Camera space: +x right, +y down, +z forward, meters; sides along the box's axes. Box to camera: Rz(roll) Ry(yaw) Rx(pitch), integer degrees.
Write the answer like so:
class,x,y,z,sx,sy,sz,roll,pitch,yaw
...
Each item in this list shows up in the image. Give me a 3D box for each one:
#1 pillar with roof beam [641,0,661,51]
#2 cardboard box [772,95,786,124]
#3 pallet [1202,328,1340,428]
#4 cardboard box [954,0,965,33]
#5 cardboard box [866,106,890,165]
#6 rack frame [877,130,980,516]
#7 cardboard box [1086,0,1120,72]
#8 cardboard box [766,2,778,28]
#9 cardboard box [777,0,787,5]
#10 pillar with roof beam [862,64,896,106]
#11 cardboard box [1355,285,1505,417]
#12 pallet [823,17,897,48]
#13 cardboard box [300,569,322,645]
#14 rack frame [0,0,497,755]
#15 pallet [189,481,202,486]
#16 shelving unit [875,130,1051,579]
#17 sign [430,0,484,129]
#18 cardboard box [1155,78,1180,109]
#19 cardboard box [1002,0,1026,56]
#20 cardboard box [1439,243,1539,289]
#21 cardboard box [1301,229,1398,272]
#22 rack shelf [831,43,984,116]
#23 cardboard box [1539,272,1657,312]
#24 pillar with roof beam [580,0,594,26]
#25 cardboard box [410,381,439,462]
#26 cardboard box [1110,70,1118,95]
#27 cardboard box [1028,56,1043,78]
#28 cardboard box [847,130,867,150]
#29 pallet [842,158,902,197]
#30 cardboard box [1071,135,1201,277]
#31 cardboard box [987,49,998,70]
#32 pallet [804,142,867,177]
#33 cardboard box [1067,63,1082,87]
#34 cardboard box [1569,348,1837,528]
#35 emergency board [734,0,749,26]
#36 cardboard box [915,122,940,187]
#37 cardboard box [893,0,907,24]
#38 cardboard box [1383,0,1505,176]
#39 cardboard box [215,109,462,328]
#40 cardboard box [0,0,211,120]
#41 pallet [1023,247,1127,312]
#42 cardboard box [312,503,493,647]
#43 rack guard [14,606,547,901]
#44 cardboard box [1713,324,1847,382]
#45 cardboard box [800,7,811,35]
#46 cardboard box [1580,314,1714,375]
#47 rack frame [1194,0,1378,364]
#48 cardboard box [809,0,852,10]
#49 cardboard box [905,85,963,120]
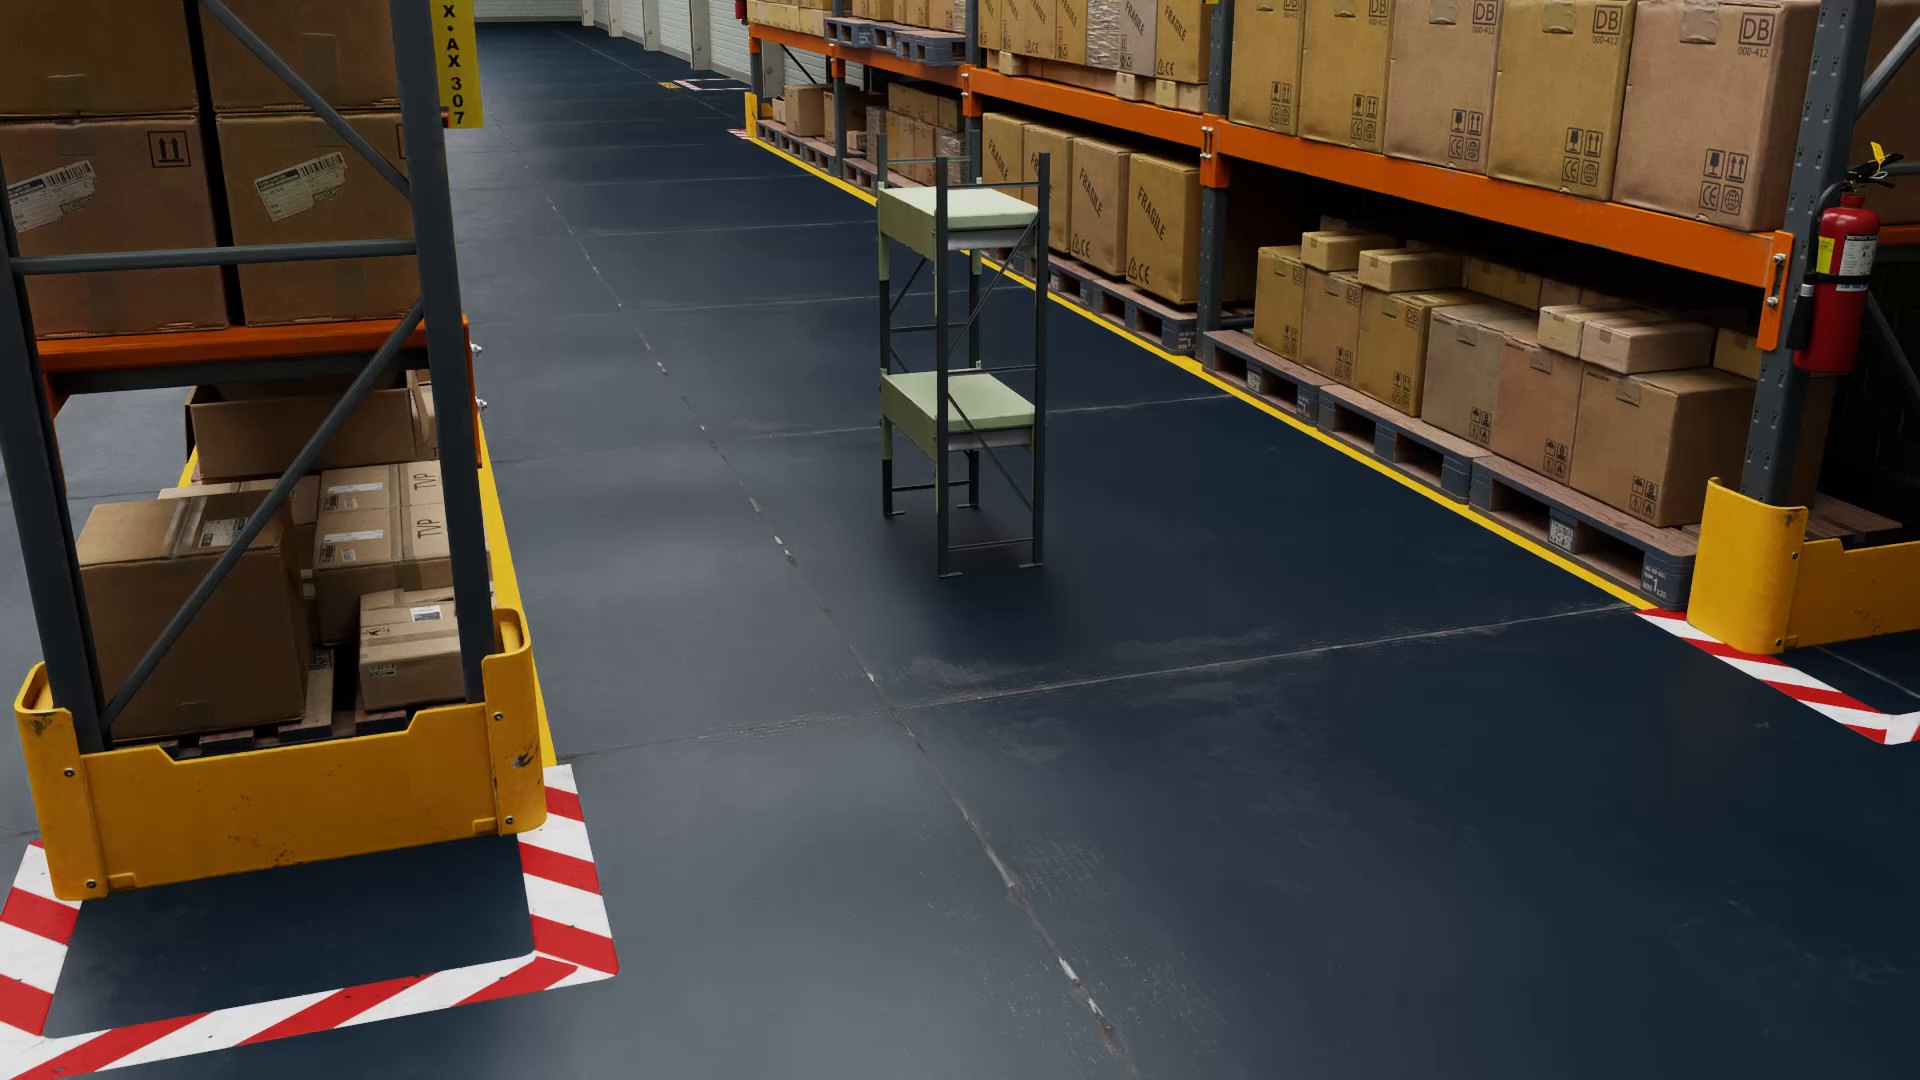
class,x,y,z,sx,sy,sz,roll,pitch,yaw
pillar with roof beam,-10.685,-14.301,32.921,9.100,9.000,0.400,-6,21,-17
cardboard box,-1.850,-5.002,19.232,0.500,0.311,0.500,-9,22,-23
pallet,1.954,-0.876,8.544,1.003,0.211,1.213,-6,21,-17
cardboard box,0.375,-4.128,12.675,0.700,0.500,0.500,-9,22,-24
cardboard box,-0.478,-3.804,15.618,0.700,0.500,0.500,-6,21,-15
rack frame,-0.117,-0.825,6.496,0.400,1.500,0.023,-6,21,-17
cardboard box,1.085,-3.084,9.947,0.500,0.500,0.500,-6,21,-17
cardboard box,-1.799,-5.711,18.072,0.500,0.250,0.500,-7,21,-18
cardboard box,-1.642,-5.908,17.510,0.500,0.500,0.500,-6,21,-16
pillar with roof beam,-5.028,-8.525,16.839,9.100,9.000,0.400,-6,21,-17
cardboard box,2.241,-0.885,7.519,0.700,0.500,0.500,-6,21,-16
pallet,-0.623,-4.657,15.229,1.003,0.211,1.213,-6,21,-17
cardboard box,-2.101,0.209,4.939,0.380,0.166,0.250,-6,21,-17
rack frame,-1.655,-0.630,3.733,1.000,3.000,0.127,-6,21,-17
pallet,-2.310,0.012,6.072,1.003,0.211,1.213,-6,21,-17
shelving unit,-0.002,-0.708,6.169,0.431,1.500,0.755,-6,21,-17
sign,-1.140,-1.095,3.747,0.100,0.325,0.005,-6,21,-17
cardboard box,1.313,-2.489,9.251,0.380,0.149,0.250,-6,21,-16
cardboard box,0.598,-3.569,11.298,0.500,0.500,0.500,-6,21,-15
cardboard box,2.400,-1.250,7.575,0.380,0.149,0.250,-6,21,-17
cardboard box,1.862,-1.387,7.959,0.380,0.149,0.250,-6,21,-15
rack shelf,-0.096,-4.028,14.257,1.077,0.370,4.000,-6,21,-17
cardboard box,2.642,-1.003,6.890,0.380,0.149,0.250,-6,21,-16
pillar with roof beam,-14.457,-18.152,43.642,9.100,9.000,0.400,-6,21,-17
cardboard box,-2.228,-0.462,6.591,0.500,0.311,0.500,-6,21,-17
cardboard box,1.121,-2.741,9.952,0.380,0.149,0.250,-6,21,-17
cardboard box,0.686,-3.242,11.347,0.380,0.149,0.250,-7,21,-18
cardboard box,-0.922,-4.050,16.796,0.380,0.166,0.250,-9,22,-24
pallet,-0.479,-3.446,15.699,1.003,0.211,1.213,-6,21,-17
cardboard box,1.180,-2.107,10.403,0.750,0.750,0.750,-6,21,-16
cardboard box,0.416,-3.486,12.025,0.380,0.149,0.250,-7,21,-18
pallet,-0.970,-3.908,16.984,1.003,0.211,1.213,-6,21,-17
cardboard box,0.908,-2.994,10.658,0.380,0.149,0.250,-6,21,-17
cardboard box,2.732,-0.393,6.149,0.700,0.500,0.500,-6,21,-17
emergency board,-3.567,-8.882,26.707,0.194,1.169,0.643,-6,21,-17
cardboard box,0.022,-3.315,14.255,0.700,0.500,0.500,-7,21,-17
cardboard box,-0.192,-4.707,14.286,0.700,0.500,0.500,-4,20,-10
cardboard box,2.407,-1.939,6.934,0.980,0.700,0.700,-7,21,-20
cardboard box,-1.544,-0.847,4.190,0.500,0.500,0.500,-6,21,-16
cardboard box,-2.056,-1.261,3.863,0.500,0.500,0.500,-7,21,-18
pallet,1.088,-1.760,11.005,1.003,0.211,1.213,-6,21,-17
cardboard box,-1.714,0.092,5.140,0.500,0.250,0.500,-6,21,-17
rack guard,-1.679,0.522,4.223,1.175,0.500,0.348,-6,21,-17
cardboard box,2.961,-0.679,5.987,0.380,0.149,0.250,-6,21,-17
cardboard box,-1.310,-5.228,16.726,0.500,0.250,0.500,-6,21,-17
cardboard box,2.518,-0.720,6.100,0.380,0.149,0.250,-7,21,-18
rack frame,1.789,-2.441,8.775,1.000,3.000,0.127,-6,21,-17
cardboard box,-1.167,-5.419,16.149,0.500,0.500,0.500,-6,21,-17
cardboard box,-0.169,-3.850,14.635,0.500,0.250,0.500,-7,21,-19
